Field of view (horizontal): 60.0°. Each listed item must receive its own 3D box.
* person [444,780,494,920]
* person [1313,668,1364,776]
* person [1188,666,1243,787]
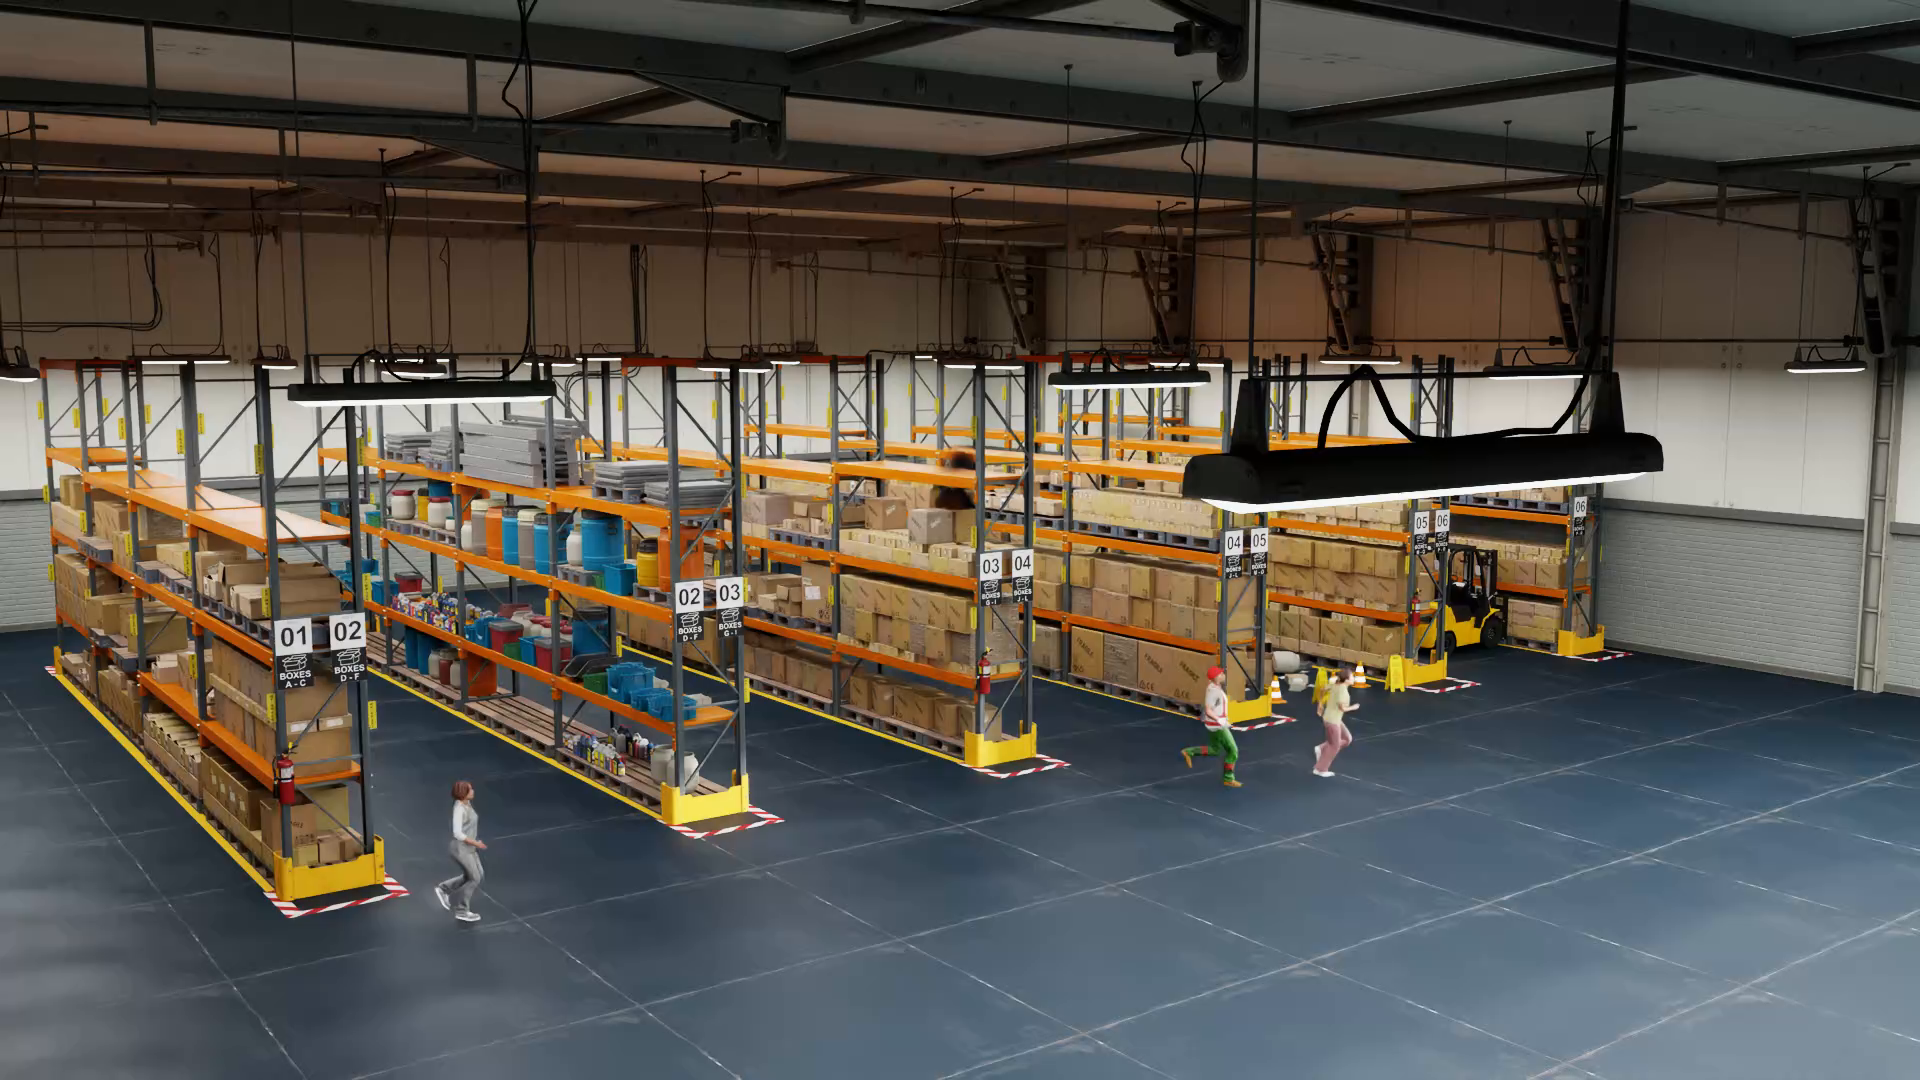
[{"bbox_3d":[-5.379,3.392,18.211,0.560,1.548,0.579,-1,7,-11],"label":"person"},{"bbox_3d":[5.505,2.642,24.134,0.701,1.603,0.554,1,7,5],"label":"person"},{"bbox_3d":[3.649,2.649,23.663,0.777,1.731,0.668,0,7,1],"label":"person"}]
